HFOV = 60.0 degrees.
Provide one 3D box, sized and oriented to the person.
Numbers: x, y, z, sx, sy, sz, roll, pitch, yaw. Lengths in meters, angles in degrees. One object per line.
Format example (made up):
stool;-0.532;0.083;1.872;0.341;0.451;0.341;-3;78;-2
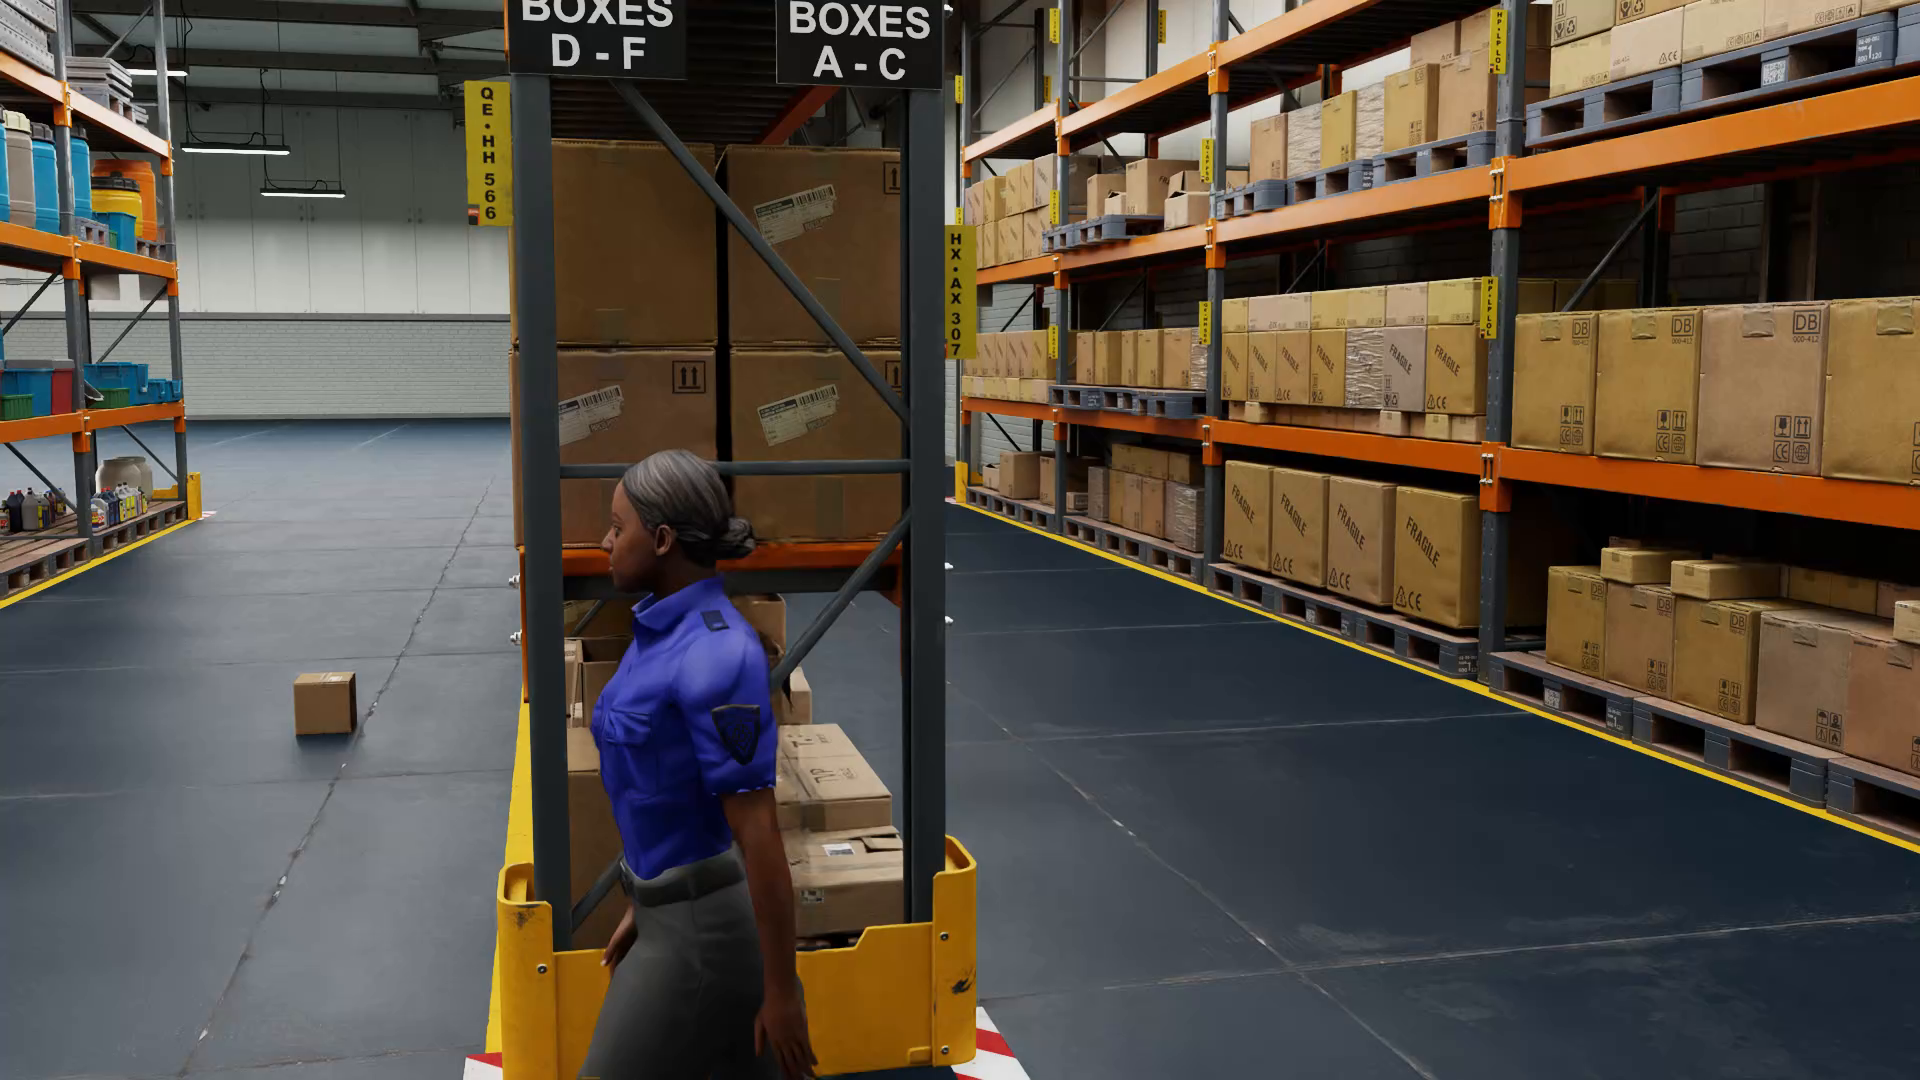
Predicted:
person;-0.416;0.619;2.760;0.860;1.541;0.518;-1;6;-13
